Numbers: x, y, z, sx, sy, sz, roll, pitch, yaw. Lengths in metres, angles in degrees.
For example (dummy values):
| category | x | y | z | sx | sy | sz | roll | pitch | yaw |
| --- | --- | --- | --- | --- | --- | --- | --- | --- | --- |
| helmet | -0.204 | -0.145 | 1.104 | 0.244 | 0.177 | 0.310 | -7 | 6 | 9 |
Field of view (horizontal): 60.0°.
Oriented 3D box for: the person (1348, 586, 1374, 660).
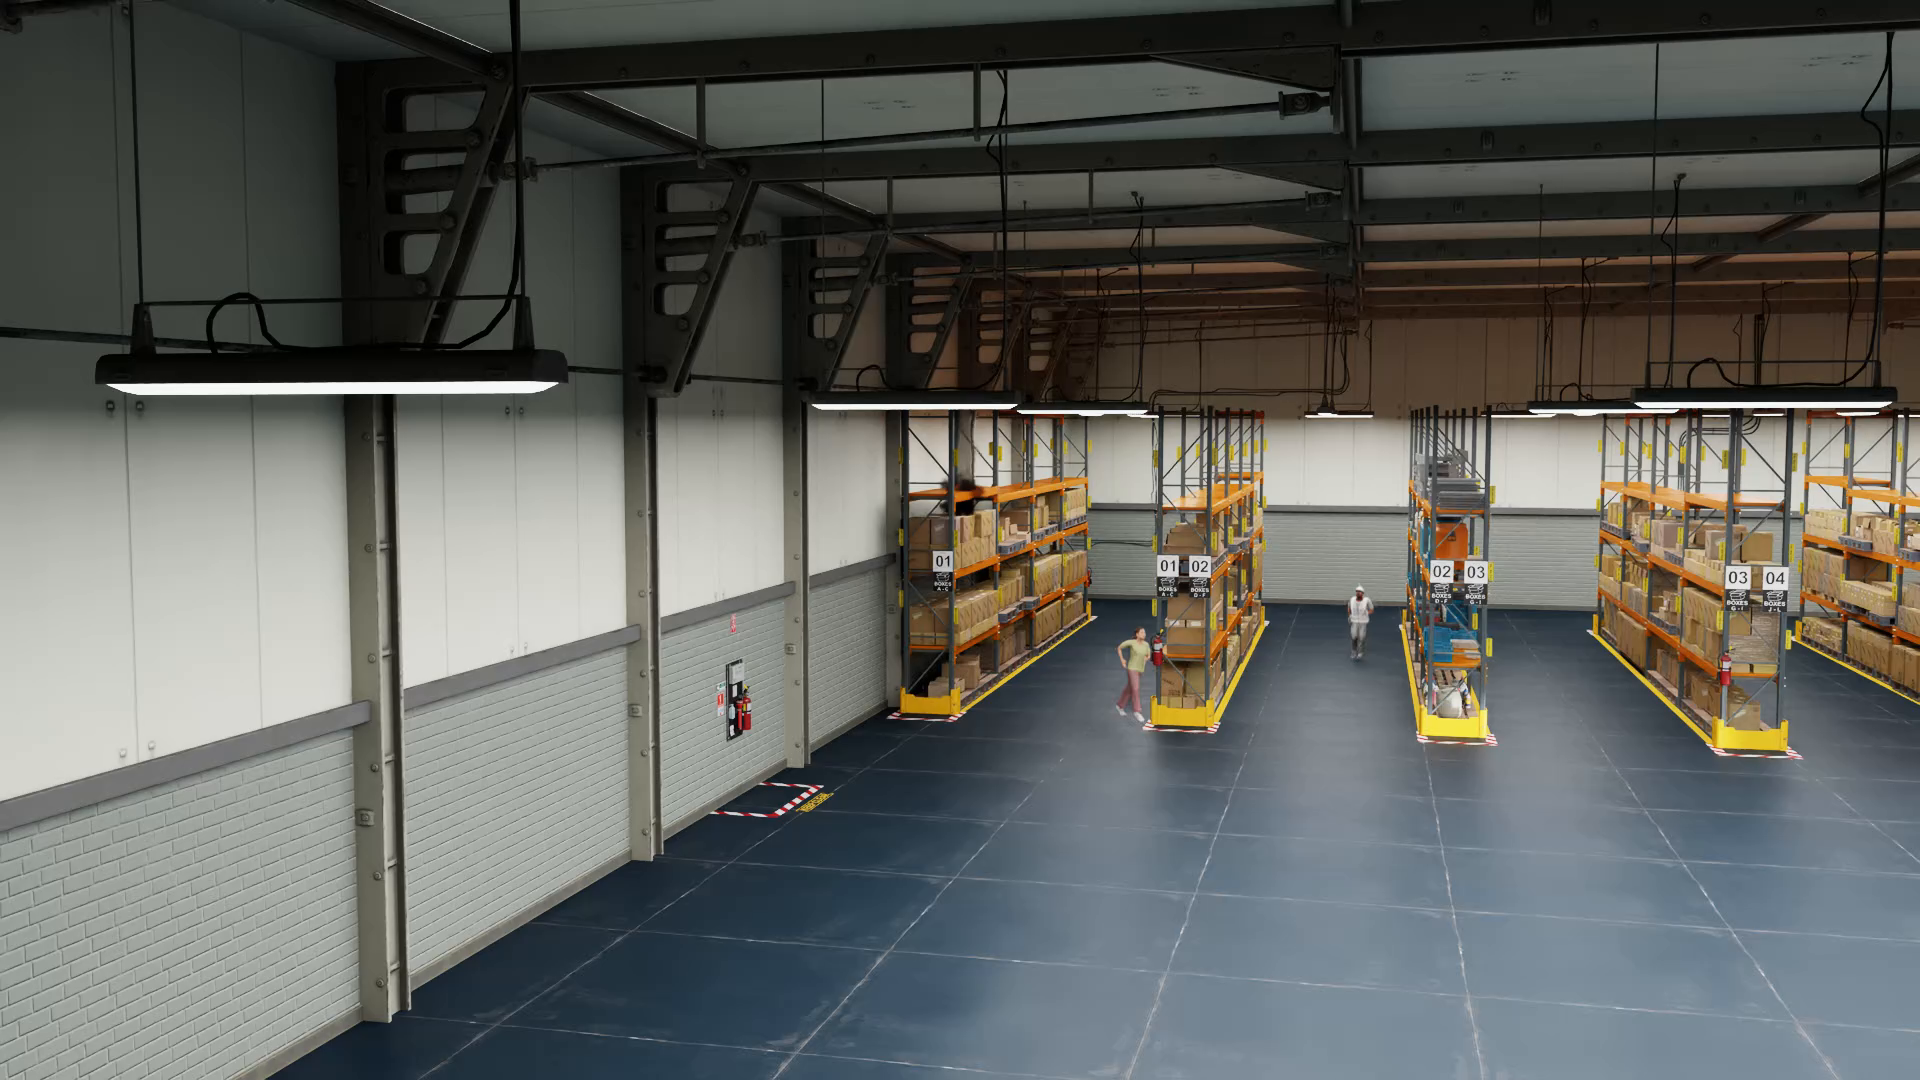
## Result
| category | x | y | z | sx | sy | sz | roll | pitch | yaw |
| --- | --- | --- | --- | --- | --- | --- | --- | --- | --- |
| person | 9.551 | 1.998 | 39.731 | 0.651 | 1.789 | 0.688 | 2 | 4 | 23 |

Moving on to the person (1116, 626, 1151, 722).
| category | x | y | z | sx | sy | sz | roll | pitch | yaw |
| --- | --- | --- | --- | --- | --- | --- | --- | --- | --- |
| person | 3.260 | 2.424 | 30.594 | 0.606 | 1.679 | 0.904 | -3 | 5 | -35 |
